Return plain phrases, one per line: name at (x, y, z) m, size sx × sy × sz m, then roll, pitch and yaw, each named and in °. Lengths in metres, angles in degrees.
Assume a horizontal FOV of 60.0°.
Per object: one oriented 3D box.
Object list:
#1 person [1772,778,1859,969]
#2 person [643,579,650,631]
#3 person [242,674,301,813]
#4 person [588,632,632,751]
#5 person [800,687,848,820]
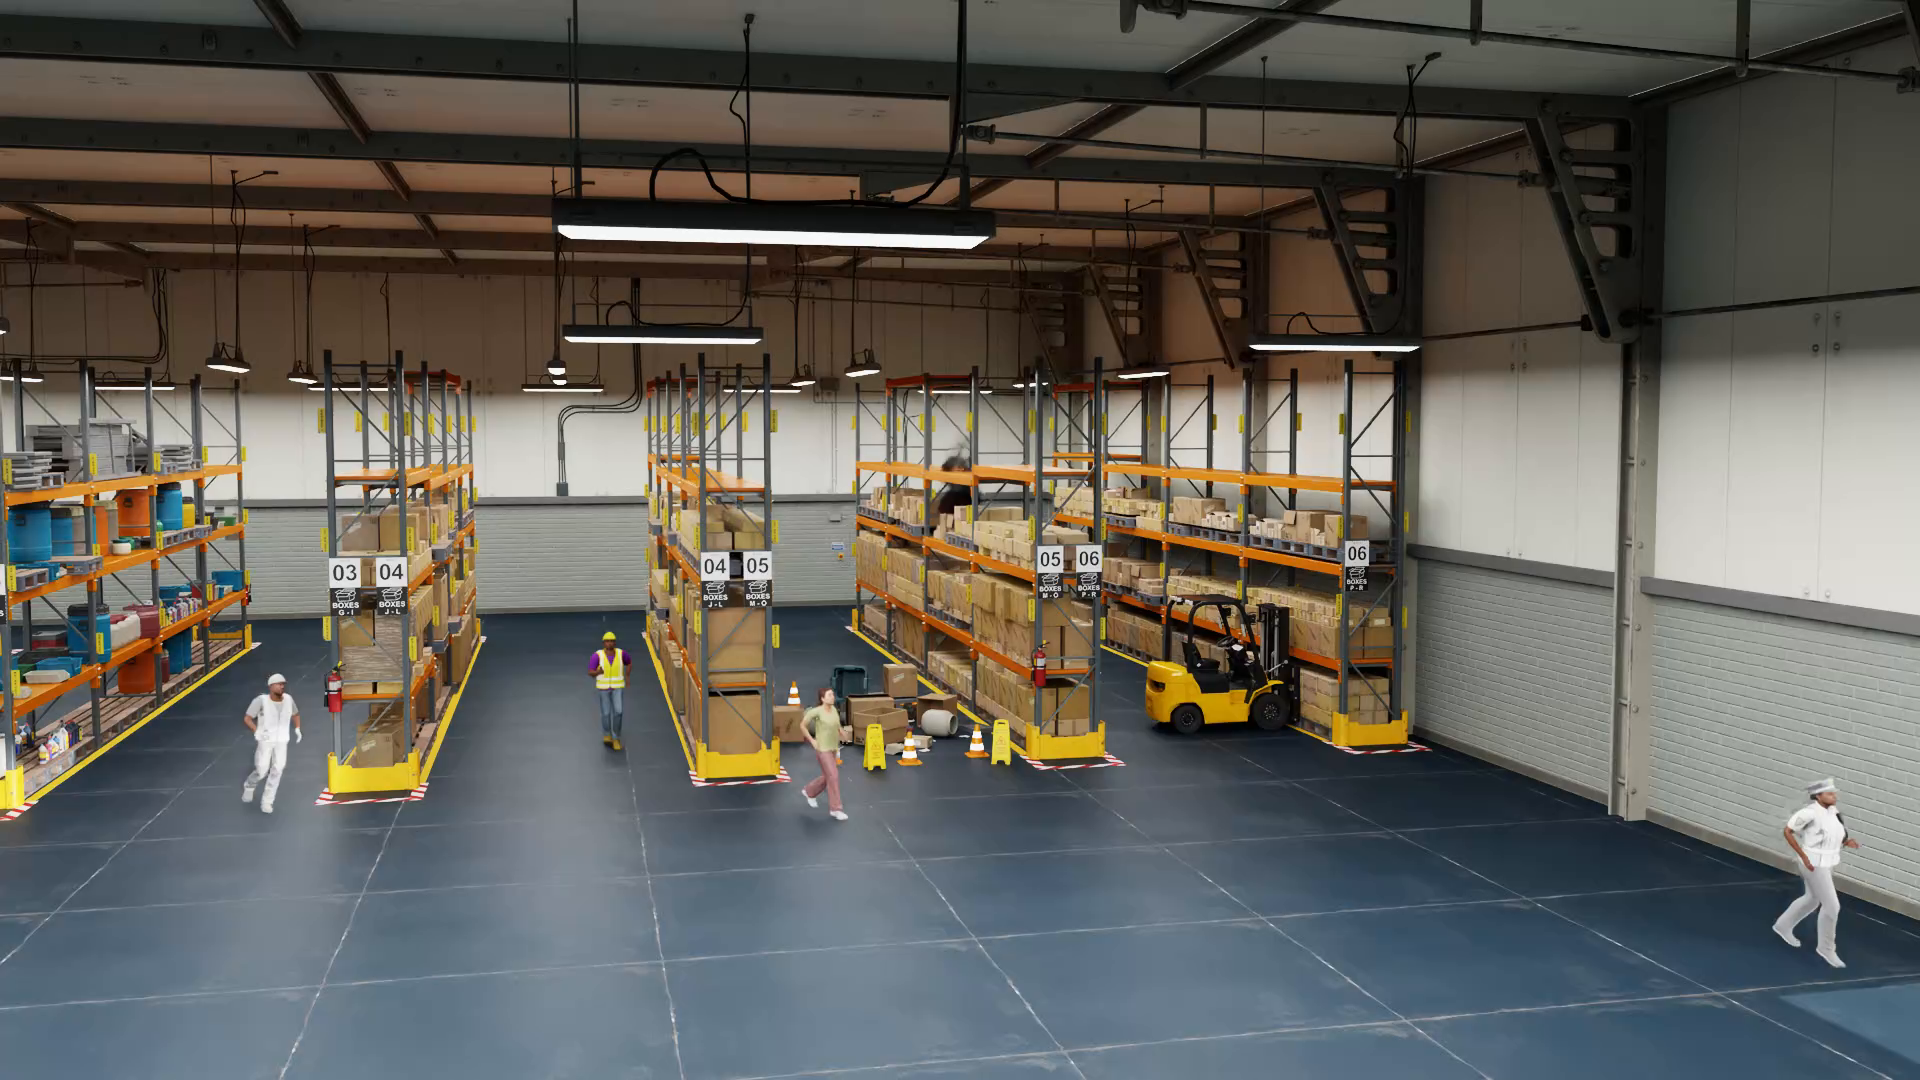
person at (8.030, 3.071, 15.610) m, size 0.570 × 1.752 × 0.743 m, roll -3°, pitch 5°, yaw -37°
person at (-7.337, 1.374, 40.392) m, size 0.705 × 1.744 × 0.654 m, roll -1°, pitch 4°, yaw -19°
person at (-8.961, 2.624, 21.737) m, size 0.730 × 1.752 × 0.734 m, roll 4°, pitch 6°, yaw 45°
person at (-5.403, 2.333, 25.716) m, size 0.674 × 1.825 × 0.716 m, roll -1°, pitch 4°, yaw -13°
person at (-1.742, 2.696, 21.262) m, size 0.826 × 1.673 × 0.587 m, roll 3°, pitch 5°, yaw 36°
